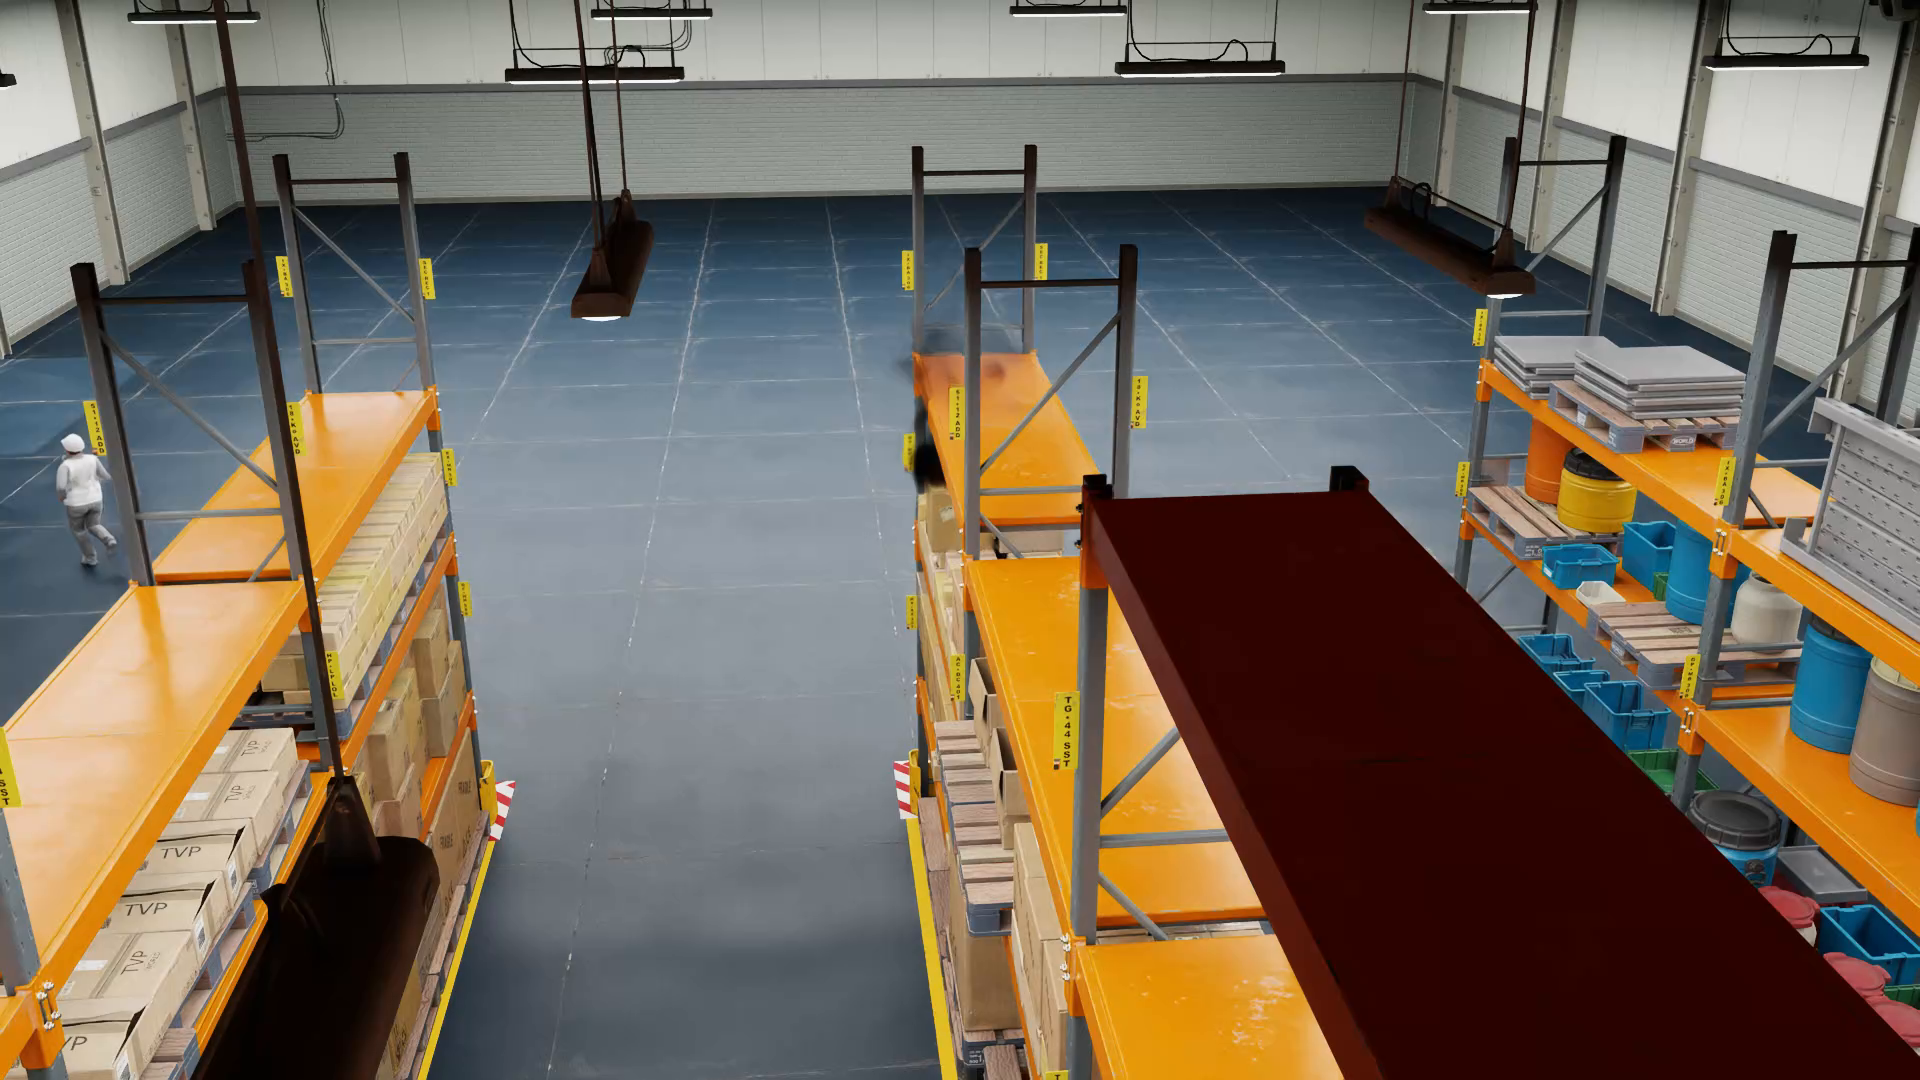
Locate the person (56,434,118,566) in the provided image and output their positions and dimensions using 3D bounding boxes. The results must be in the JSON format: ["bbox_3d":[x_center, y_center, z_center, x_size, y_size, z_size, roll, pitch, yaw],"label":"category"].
[{"bbox_3d":[-10.786,-0.466,20.486,0.733,1.744,0.654,16,27,35],"label":"person"}]
